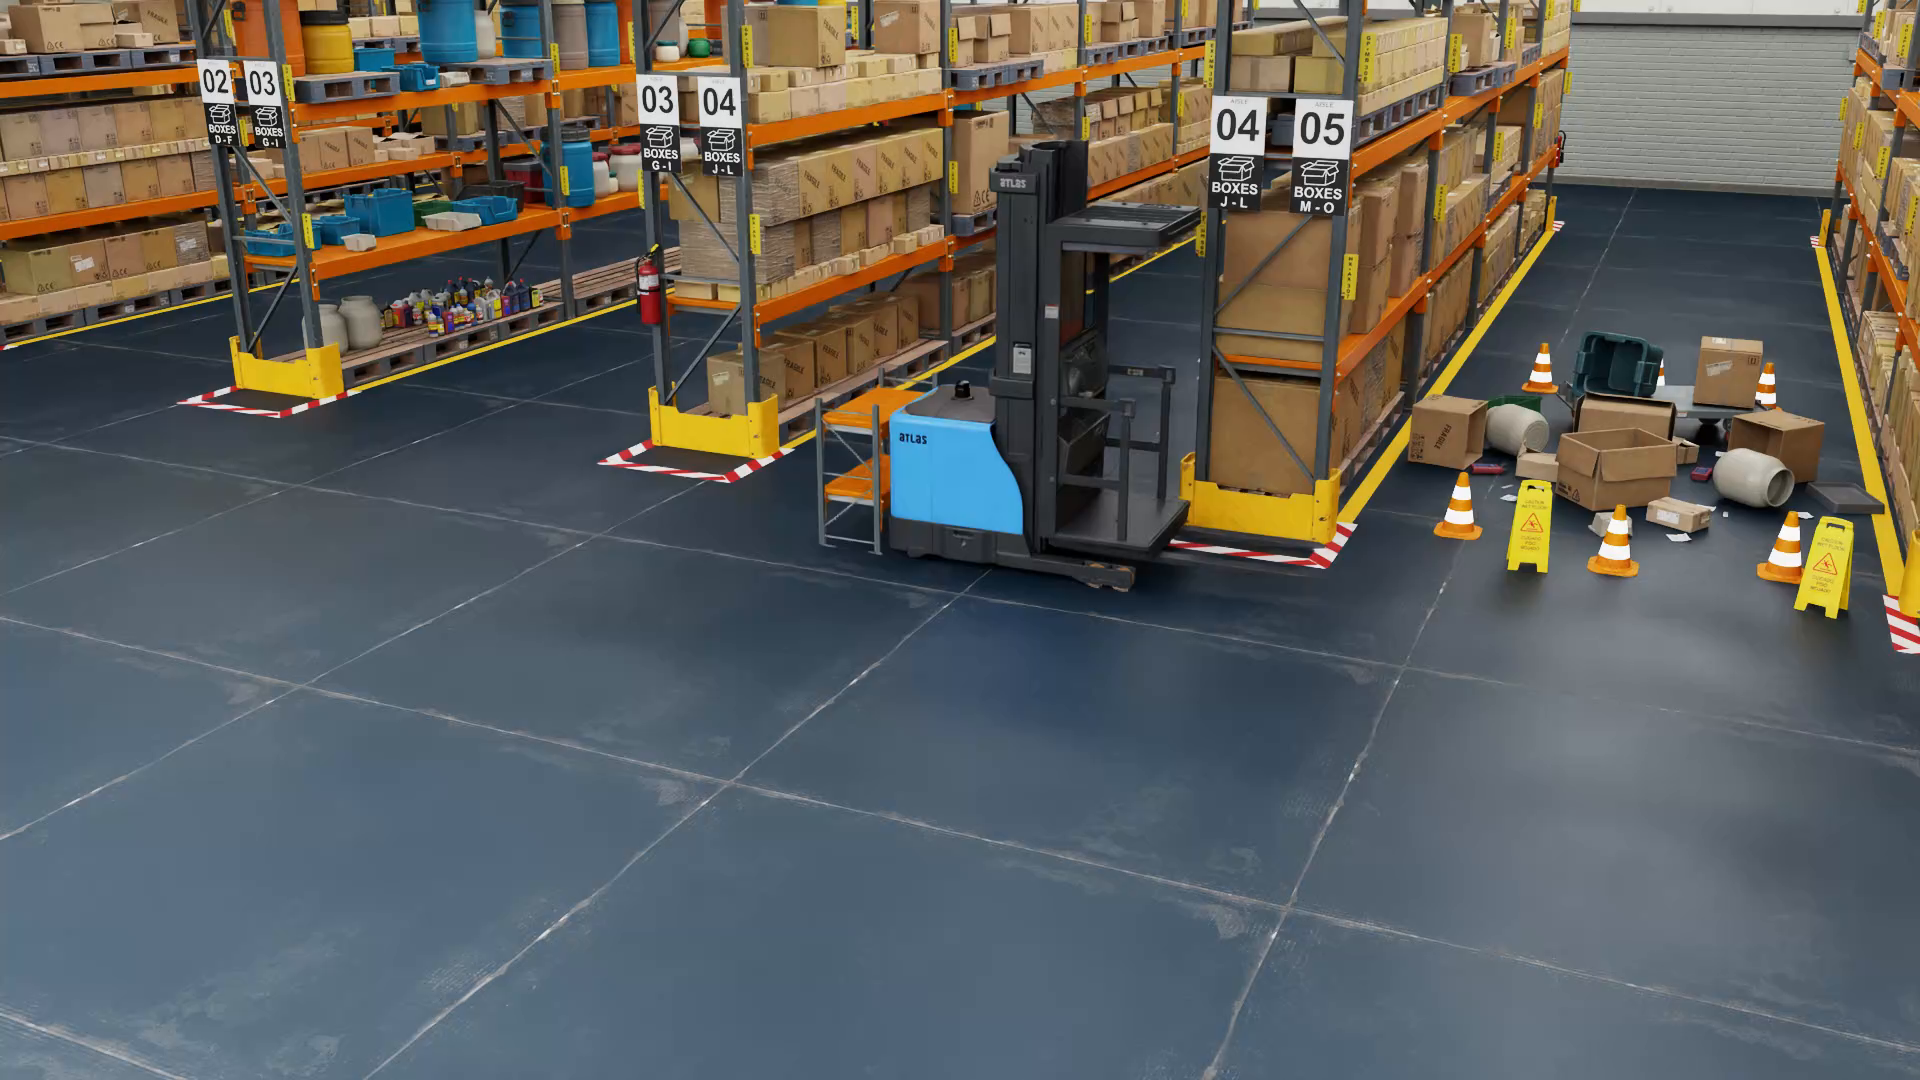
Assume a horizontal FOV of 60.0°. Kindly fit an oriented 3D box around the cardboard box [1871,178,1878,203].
[{"bbox_3d":[10.281,-3.811,18.185,0.500,0.250,0.500,8,21,21],"label":"cardboard box"}]

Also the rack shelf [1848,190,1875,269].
[{"bbox_3d":[10.927,-3.578,19.127,1.077,0.370,4.000,9,21,23],"label":"rack shelf"}]

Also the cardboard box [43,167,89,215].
[{"bbox_3d":[-10.623,-4.081,19.317,0.700,0.500,0.500,9,21,23],"label":"cardboard box"}]

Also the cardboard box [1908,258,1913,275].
[{"bbox_3d":[8.429,-2.358,14.370,0.380,0.149,0.250,9,21,23],"label":"cardboard box"}]

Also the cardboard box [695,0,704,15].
[{"bbox_3d":[-4.875,-9.705,30.282,0.500,0.250,0.500,9,21,23],"label":"cardboard box"}]

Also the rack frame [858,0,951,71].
[{"bbox_3d":[-0.571,-6.269,16.667,1.000,3.000,0.127,9,21,23],"label":"rack frame"}]

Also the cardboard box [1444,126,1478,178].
[{"bbox_3d":[5.358,-4.336,18.544,0.700,0.500,0.500,8,21,22],"label":"cardboard box"}]

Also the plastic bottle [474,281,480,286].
[{"bbox_3d":[-5.727,-2.906,19.573,0.152,0.276,0.135,9,22,25],"label":"plastic bottle"}]

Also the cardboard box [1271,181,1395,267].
[{"bbox_3d":[2.957,-2.529,13.269,0.875,0.550,0.550,9,21,23],"label":"cardboard box"}]

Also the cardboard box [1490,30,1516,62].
[{"bbox_3d":[6.028,-5.552,18.979,0.500,0.500,0.500,9,21,23],"label":"cardboard box"}]

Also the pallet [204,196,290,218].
[{"bbox_3d":[-12.098,-5.621,27.960,1.003,0.211,1.213,9,21,23],"label":"pallet"}]

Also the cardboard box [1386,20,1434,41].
[{"bbox_3d":[3.744,-4.261,13.906,0.380,0.149,0.250,9,21,24],"label":"cardboard box"}]

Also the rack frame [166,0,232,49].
[{"bbox_3d":[-9.607,-7.630,20.493,1.000,3.000,0.127,9,21,23],"label":"rack frame"}]

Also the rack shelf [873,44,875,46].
[{"bbox_3d":[-0.994,-8.254,27.797,1.077,0.370,4.000,9,21,23],"label":"rack shelf"}]

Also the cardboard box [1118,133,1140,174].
[{"bbox_3d":[2.137,-5.291,22.722,0.500,0.500,0.500,9,21,23],"label":"cardboard box"}]

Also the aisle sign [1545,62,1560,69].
[{"bbox_3d":[9.130,-7.606,25.498,0.394,0.787,0.004,9,21,23],"label":"aisle sign"}]

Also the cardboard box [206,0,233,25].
[{"bbox_3d":[-9.318,-6.880,21.339,0.500,0.500,0.500,9,21,23],"label":"cardboard box"}]

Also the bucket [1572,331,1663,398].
[{"bbox_3d":[5.961,-1.547,14.960,0.726,0.611,0.620,18,16,41],"label":"bucket"}]

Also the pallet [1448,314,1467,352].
[{"bbox_3d":[5.159,-2.410,18.929,1.003,0.211,1.213,9,21,23],"label":"pallet"}]

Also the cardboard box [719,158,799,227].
[{"bbox_3d":[-1.735,-3.009,14.368,0.500,0.500,0.500,9,21,23],"label":"cardboard box"}]

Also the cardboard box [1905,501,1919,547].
[{"bbox_3d":[6.928,-0.054,11.621,0.500,0.250,0.500,8,21,22],"label":"cardboard box"}]

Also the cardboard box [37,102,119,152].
[{"bbox_3d":[-10.399,-4.865,19.586,0.700,0.500,0.500,9,21,23],"label":"cardboard box"}]

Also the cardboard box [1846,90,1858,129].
[{"bbox_3d":[12.723,-6.003,23.230,0.500,0.500,0.500,8,21,21],"label":"cardboard box"}]

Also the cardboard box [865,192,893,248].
[{"bbox_3d":[-1.161,-3.186,16.358,0.875,0.500,0.500,9,21,23],"label":"cardboard box"}]

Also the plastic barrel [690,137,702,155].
[{"bbox_3d":[-3.365,-5.226,22.483,0.600,0.536,0.708,9,21,23],"label":"plastic barrel"}]

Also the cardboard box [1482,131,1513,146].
[{"bbox_3d":[6.878,-5.146,21.322,0.380,0.149,0.250,8,21,23],"label":"cardboard box"}]

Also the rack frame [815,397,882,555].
[{"bbox_3d":[-0.809,-0.461,12.086,0.500,1.125,0.032,8,21,22],"label":"rack frame"}]

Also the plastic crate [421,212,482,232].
[{"bbox_3d":[-5.523,-3.467,18.134,0.530,0.136,0.437,9,21,23],"label":"plastic crate"}]

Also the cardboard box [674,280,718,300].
[{"bbox_3d":[-2.280,-2.217,14.601,0.380,0.149,0.250,9,21,23],"label":"cardboard box"}]

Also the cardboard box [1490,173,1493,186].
[{"bbox_3d":[6.138,-4.307,19.852,0.380,0.149,0.250,10,22,25],"label":"cardboard box"}]

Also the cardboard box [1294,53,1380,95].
[{"bbox_3d":[2.707,-3.349,11.935,0.500,0.250,0.500,9,21,23],"label":"cardboard box"}]

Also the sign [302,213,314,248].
[{"bbox_3d":[-6.227,-2.953,15.883,0.100,0.325,0.005,9,21,23],"label":"sign"}]

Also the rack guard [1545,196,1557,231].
[{"bbox_3d":[8.796,-5.199,26.341,1.175,0.500,0.348,9,21,23],"label":"rack guard"}]

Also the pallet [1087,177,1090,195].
[{"bbox_3d":[0.873,-4.343,20.489,1.213,0.211,1.003,9,21,23],"label":"pallet"}]

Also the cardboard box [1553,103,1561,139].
[{"bbox_3d":[8.878,-6.414,25.435,0.500,0.500,0.500,9,21,24],"label":"cardboard box"}]

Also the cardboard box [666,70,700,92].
[{"bbox_3d":[-2.380,-3.878,14.049,0.380,0.149,0.250,9,21,23],"label":"cardboard box"}]

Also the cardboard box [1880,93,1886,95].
[{"bbox_3d":[11.789,-5.556,21.005,0.380,0.149,0.250,9,22,24],"label":"cardboard box"}]

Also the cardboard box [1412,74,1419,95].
[{"bbox_3d":[3.535,-3.726,13.592,0.380,0.149,0.250,8,21,22],"label":"cardboard box"}]

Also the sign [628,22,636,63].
[{"bbox_3d":[-2.707,-4.133,13.815,0.100,0.325,0.005,9,21,23],"label":"sign"}]

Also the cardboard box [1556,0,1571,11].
[{"bbox_3d":[8.959,-8.024,24.960,0.380,0.149,0.250,8,21,22],"label":"cardboard box"}]

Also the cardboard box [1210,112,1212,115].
[{"bbox_3d":[3.970,-6.685,26.571,0.500,0.250,0.500,8,21,21],"label":"cardboard box"}]

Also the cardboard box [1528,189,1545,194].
[{"bbox_3d":[8.841,-5.338,25.742,0.380,0.149,0.250,9,21,23],"label":"cardboard box"}]

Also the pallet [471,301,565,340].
[{"bbox_3d":[-5.402,-2.609,19.490,1.003,0.211,1.213,9,21,23],"label":"pallet"}]

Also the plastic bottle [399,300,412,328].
[{"bbox_3d":[-6.150,-2.507,18.440,0.061,0.283,0.133,9,21,23],"label":"plastic bottle"}]

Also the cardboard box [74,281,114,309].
[{"bbox_3d":[-10.416,-2.922,19.686,0.500,0.250,0.500,9,21,23],"label":"cardboard box"}]

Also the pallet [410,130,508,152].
[{"bbox_3d":[-7.755,-6.152,25.578,1.213,0.211,1.003,9,21,23],"label":"pallet"}]

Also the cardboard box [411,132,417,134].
[{"bbox_3d":[-10.371,-7.692,31.758,0.380,0.149,0.250,8,21,21],"label":"cardboard box"}]

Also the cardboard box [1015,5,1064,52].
[{"bbox_3d":[0.900,-6.023,19.556,0.500,0.500,0.500,8,21,23],"label":"cardboard box"}]

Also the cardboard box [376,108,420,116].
[{"bbox_3d":[-10.615,-8.232,30.692,0.980,0.700,0.700,9,21,24],"label":"cardboard box"}]

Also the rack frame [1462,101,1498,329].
[{"bbox_3d":[5.551,-3.954,19.110,1.000,3.000,0.127,9,21,23],"label":"rack frame"}]

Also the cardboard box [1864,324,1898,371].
[{"bbox_3d":[9.573,-1.867,16.538,0.950,0.372,0.625,8,21,22],"label":"cardboard box"}]

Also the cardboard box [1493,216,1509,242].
[{"bbox_3d":[6.688,-3.969,21.137,0.500,0.250,0.500,8,21,20],"label":"cardboard box"}]

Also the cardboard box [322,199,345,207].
[{"bbox_3d":[-8.870,-4.755,24.004,0.500,0.311,0.500,8,21,21],"label":"cardboard box"}]

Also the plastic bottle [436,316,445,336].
[{"bbox_3d":[-5.658,-2.332,18.068,0.097,0.201,0.097,0,20,0],"label":"plastic bottle"}]

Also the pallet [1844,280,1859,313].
[{"bbox_3d":[11.499,-2.968,20.501,1.003,0.211,1.213,9,21,23],"label":"pallet"}]

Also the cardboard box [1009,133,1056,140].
[{"bbox_3d":[0.883,-4.740,20.544,0.500,0.500,0.500,6,20,16],"label":"cardboard box"}]

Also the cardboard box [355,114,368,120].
[{"bbox_3d":[-10.814,-7.596,29.695,0.380,0.149,0.250,9,21,24],"label":"cardboard box"}]

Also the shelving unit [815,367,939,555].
[{"bbox_3d":[-0.603,-0.617,12.524,0.538,1.125,1.048,8,21,22],"label":"shelving unit"}]

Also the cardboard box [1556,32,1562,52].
[{"bbox_3d":[8.265,-7.095,23.689,0.500,0.250,0.500,10,22,25],"label":"cardboard box"}]

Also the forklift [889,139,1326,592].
[{"bbox_3d":[1.050,-1.226,11.543,3.031,2.935,1.130,8,21,21],"label":"forklift"}]
